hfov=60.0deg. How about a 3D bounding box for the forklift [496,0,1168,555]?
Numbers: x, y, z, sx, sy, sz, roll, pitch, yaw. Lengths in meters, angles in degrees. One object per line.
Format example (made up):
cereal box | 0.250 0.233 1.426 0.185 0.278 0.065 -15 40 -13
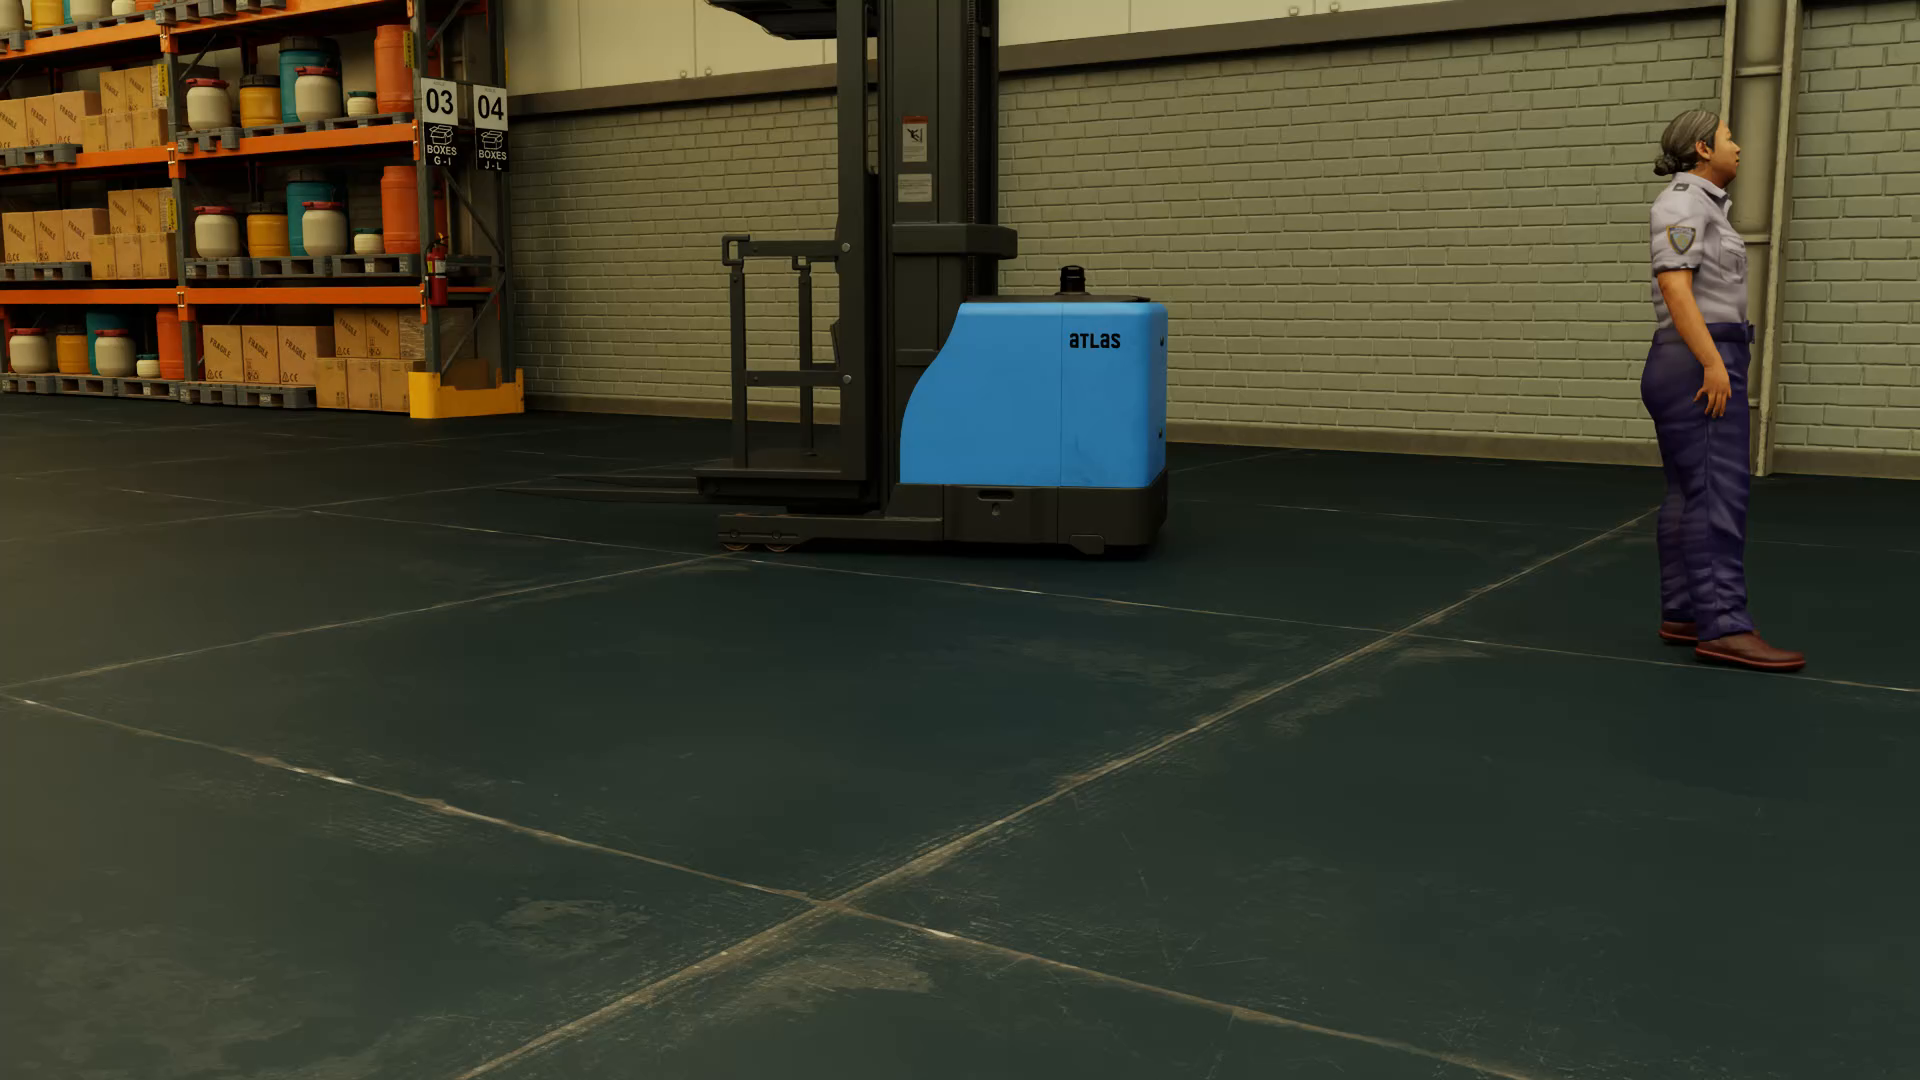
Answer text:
forklift | -0.596 -1.469 7.520 3.031 2.935 1.130 2 8 12

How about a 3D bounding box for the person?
person | 2.347 -0.479 5.076 0.501 1.651 0.595 4 9 24
